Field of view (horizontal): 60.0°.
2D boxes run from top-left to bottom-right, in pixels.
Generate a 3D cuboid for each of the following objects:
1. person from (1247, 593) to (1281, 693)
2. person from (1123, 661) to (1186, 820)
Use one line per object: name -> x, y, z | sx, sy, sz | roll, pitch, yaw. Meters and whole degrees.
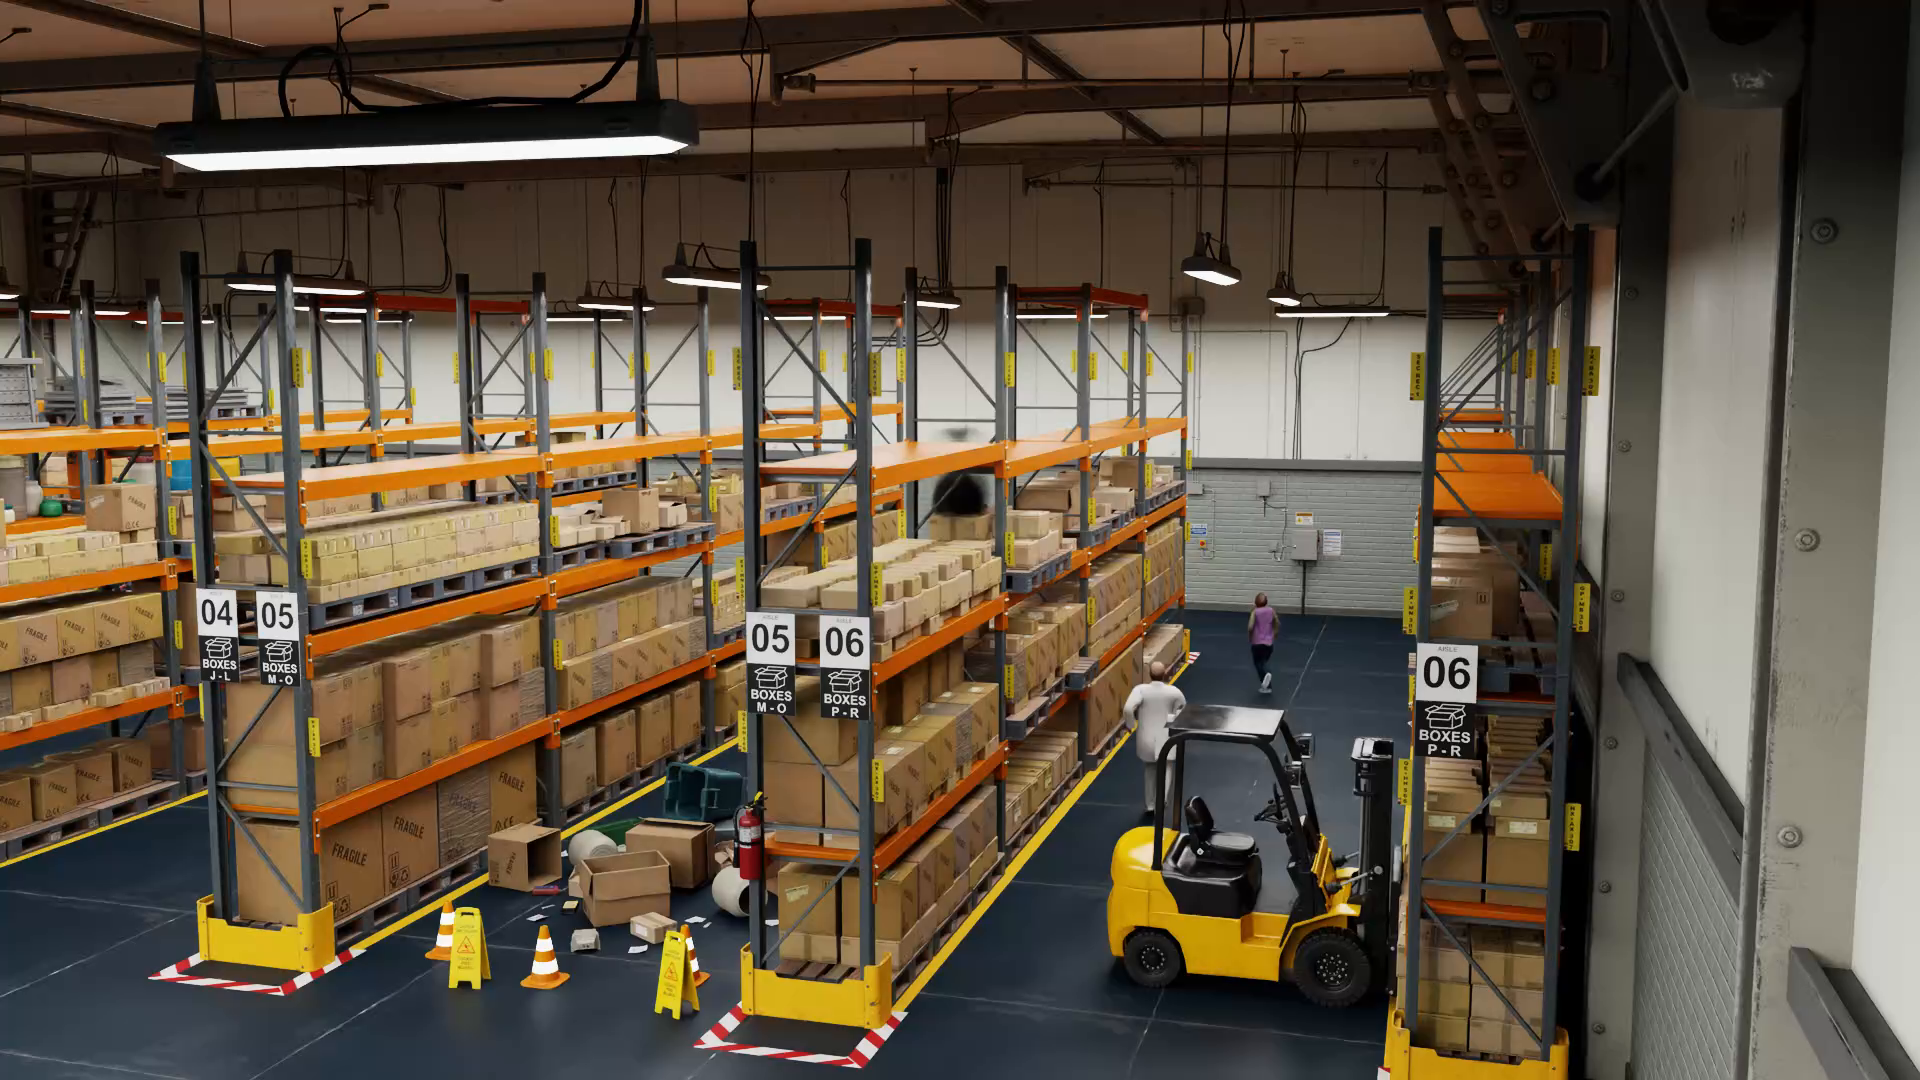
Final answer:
person -> 4.636, 1.583, 25.302 | 0.541, 1.541, 0.519 | -1, 6, -9
person -> 2.176, 2.204, 18.428 | 0.704, 1.751, 1.064 | 1, 7, 11
